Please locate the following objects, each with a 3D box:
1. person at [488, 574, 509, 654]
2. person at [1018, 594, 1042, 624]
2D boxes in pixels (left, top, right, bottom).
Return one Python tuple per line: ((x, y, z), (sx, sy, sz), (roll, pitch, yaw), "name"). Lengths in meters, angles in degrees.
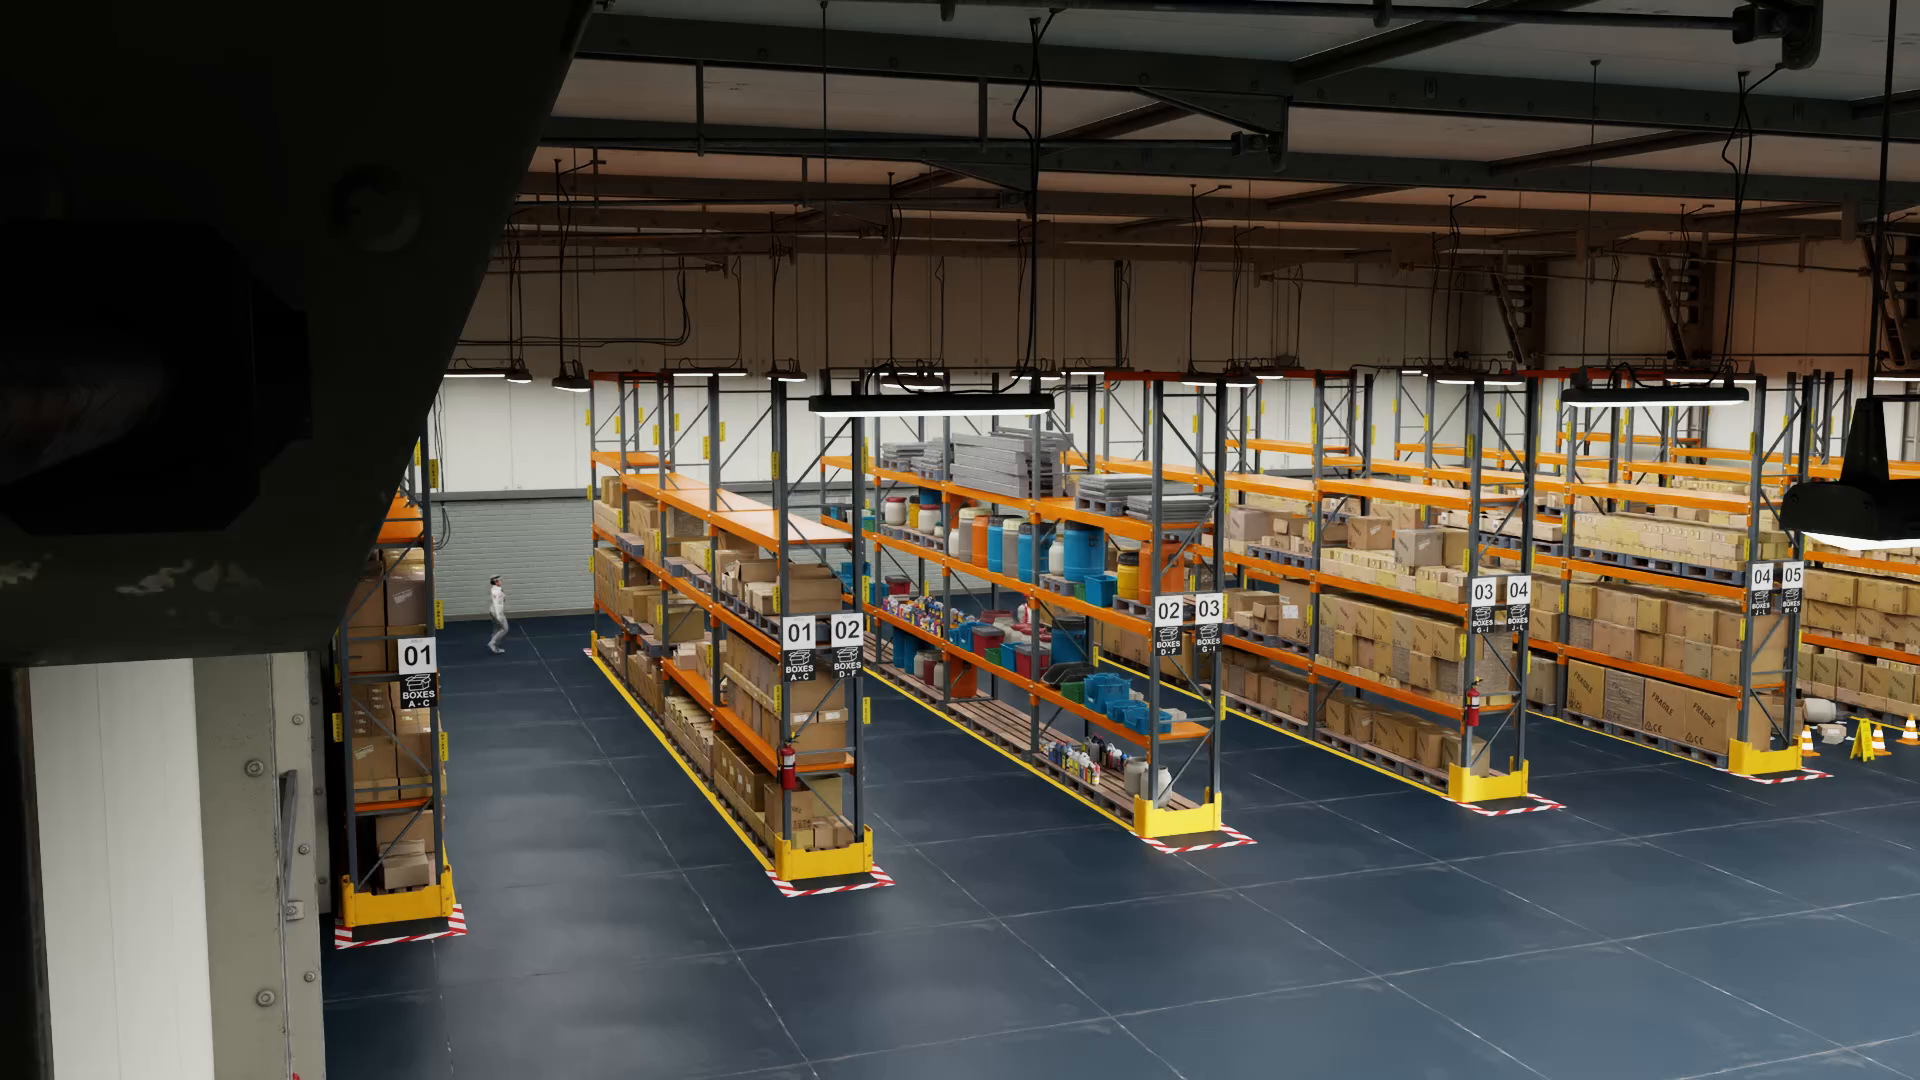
((-9.812, 1.553, 35.195), (0.443, 1.682, 0.506), (-3, 7, -28), "person")
((1.362, 1.735, 31.886), (0.569, 1.570, 1.074), (-4, 7, -30), "person")
